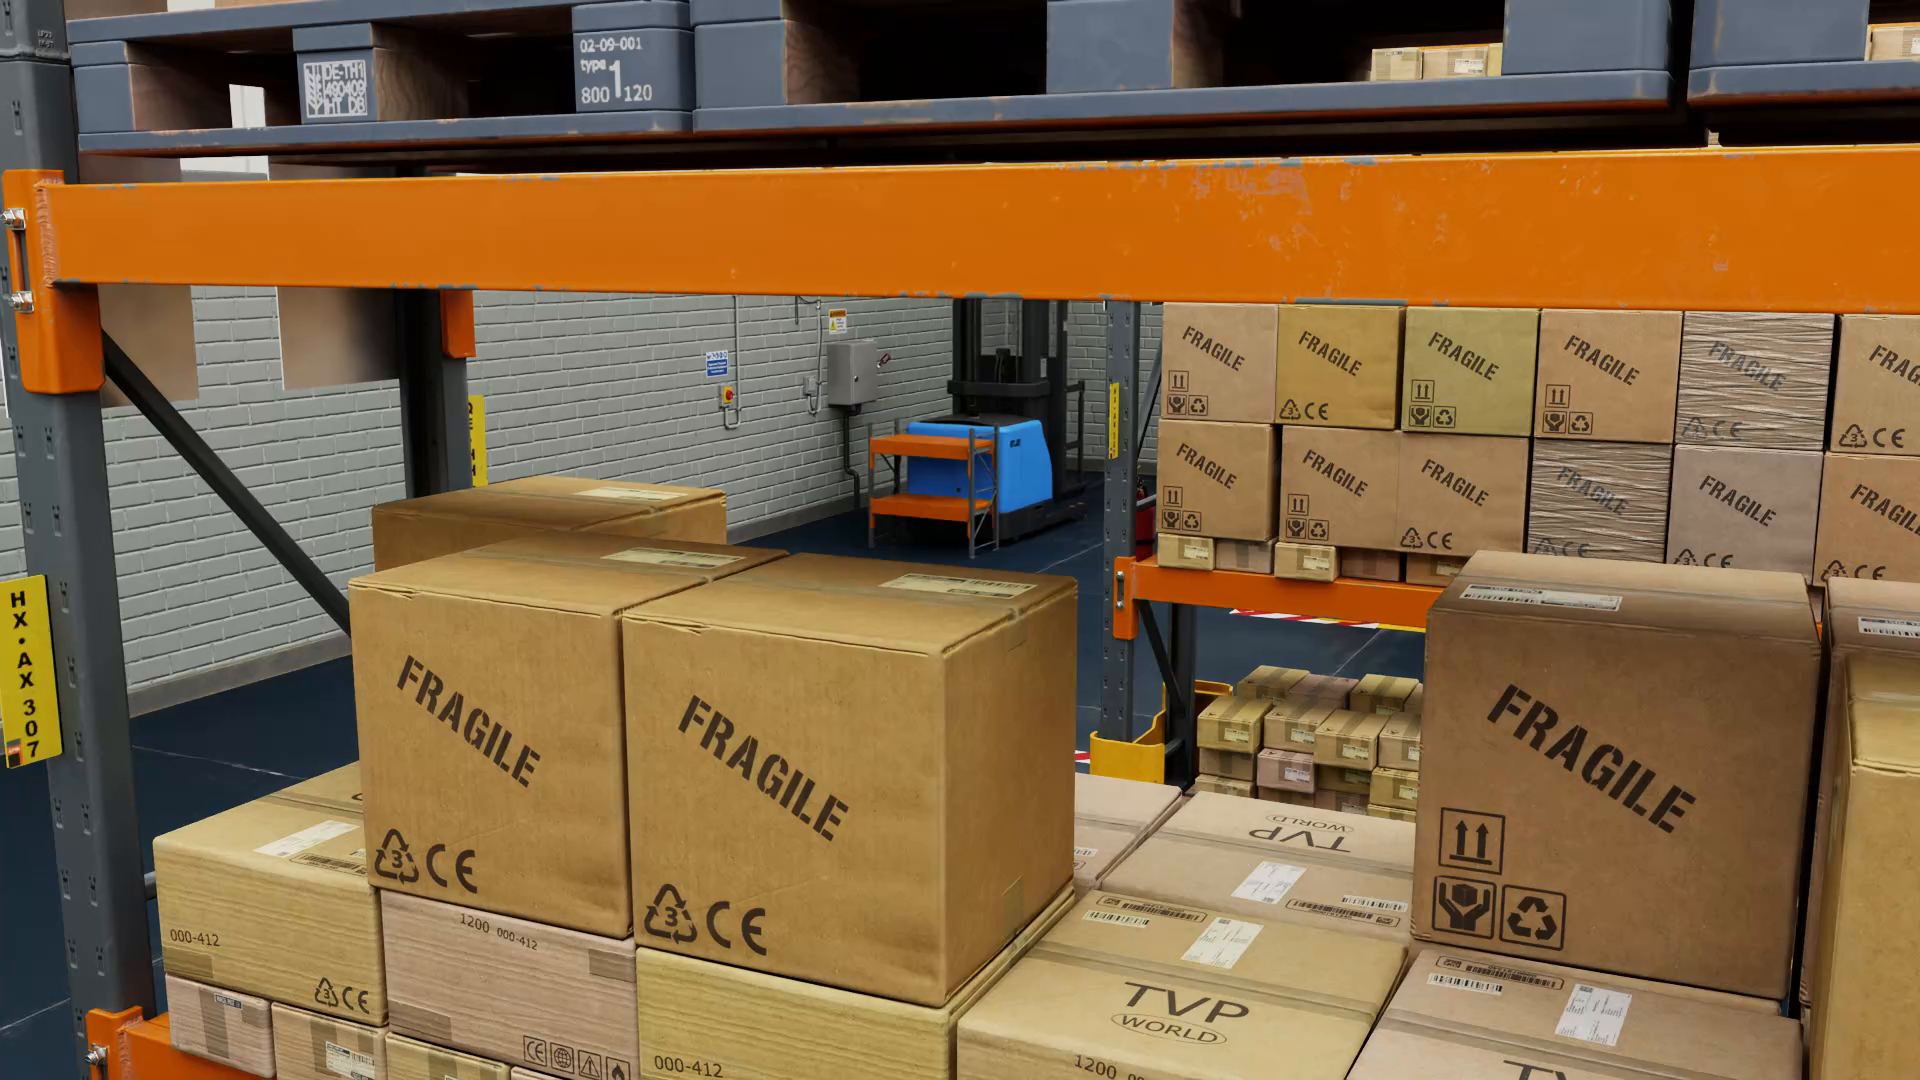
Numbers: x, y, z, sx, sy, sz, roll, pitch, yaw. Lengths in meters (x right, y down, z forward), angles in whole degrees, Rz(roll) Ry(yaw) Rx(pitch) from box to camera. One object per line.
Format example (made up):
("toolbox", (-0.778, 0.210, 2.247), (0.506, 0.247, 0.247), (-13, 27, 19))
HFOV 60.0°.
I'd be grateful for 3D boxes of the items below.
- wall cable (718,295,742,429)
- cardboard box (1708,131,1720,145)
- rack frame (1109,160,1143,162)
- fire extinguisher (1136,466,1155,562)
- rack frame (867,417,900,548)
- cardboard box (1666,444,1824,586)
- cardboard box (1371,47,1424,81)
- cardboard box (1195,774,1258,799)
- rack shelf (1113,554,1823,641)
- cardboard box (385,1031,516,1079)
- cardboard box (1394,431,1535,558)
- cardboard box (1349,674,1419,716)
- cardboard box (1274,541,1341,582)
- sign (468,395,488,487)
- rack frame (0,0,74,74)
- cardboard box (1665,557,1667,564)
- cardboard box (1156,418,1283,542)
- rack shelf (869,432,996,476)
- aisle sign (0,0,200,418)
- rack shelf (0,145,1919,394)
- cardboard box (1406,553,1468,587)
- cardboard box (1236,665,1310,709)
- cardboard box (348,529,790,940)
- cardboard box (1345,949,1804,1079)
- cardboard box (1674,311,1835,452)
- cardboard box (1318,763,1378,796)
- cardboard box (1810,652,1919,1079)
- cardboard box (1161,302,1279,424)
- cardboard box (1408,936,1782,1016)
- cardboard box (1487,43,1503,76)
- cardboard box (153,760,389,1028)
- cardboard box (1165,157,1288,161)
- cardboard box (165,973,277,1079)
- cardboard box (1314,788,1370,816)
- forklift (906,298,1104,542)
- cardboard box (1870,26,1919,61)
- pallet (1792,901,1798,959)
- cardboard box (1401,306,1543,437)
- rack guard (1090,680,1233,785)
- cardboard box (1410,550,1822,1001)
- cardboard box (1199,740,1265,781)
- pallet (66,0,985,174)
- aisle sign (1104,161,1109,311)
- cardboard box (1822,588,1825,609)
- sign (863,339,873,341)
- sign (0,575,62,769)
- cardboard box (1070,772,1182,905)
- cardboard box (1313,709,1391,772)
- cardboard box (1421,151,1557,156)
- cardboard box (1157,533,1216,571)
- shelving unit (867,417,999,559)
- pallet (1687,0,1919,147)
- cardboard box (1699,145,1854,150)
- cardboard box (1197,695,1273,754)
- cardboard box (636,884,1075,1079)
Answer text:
("wall cable", (-2.056, -1.933, 14.549), (0.123, 1.953, 0.585), (5, 11, 26))
("cardboard box", (3.041, -1.591, 6.192), (0.500, 0.250, 0.500), (6, 12, 28))
("rack frame", (0.912, -3.131, 7.261), (0.127, 3.000, 1.000), (5, 11, 26))
("fire extinguisher", (0.890, -0.051, 8.353), (0.183, 0.674, 0.296), (5, 11, 26))
("rack frame", (-0.682, -0.519, 14.938), (0.032, 1.125, 0.500), (6, 12, 28))
("cardboard box", (3.029, -0.133, 6.425), (0.500, 0.500, 0.500), (5, 11, 26))
("cardboard box", (1.751, -1.886, 6.704), (0.250, 0.149, 0.380), (5, 11, 27))
("cardboard box", (1.240, 1.110, 7.502), (0.250, 0.149, 0.380), (5, 12, 27))
("rack shelf", (2.705, 0.333, 6.989), (4.000, 0.370, 1.077), (5, 11, 26))
("cardboard box", (-0.741, 0.850, 2.818), (0.250, 0.149, 0.380), (5, 11, 24))
("cardboard box", (2.117, -0.216, 6.886), (0.500, 0.500, 0.500), (5, 11, 27))
("cardboard box", (1.987, 0.755, 7.792), (0.250, 0.149, 0.380), (5, 11, 25))
("cardboard box", (1.521, 0.066, 7.149), (0.250, 0.149, 0.380), (5, 11, 24))
("sign", (-1.121, -0.167, 3.811), (0.005, 0.325, 0.100), (5, 11, 26))
("rack frame", (-1.374, -2.347, 2.929), (0.127, 3.000, 1.000), (5, 11, 26))
("cardboard box", (2.705, 0.163, 6.612), (0.250, 0.149, 0.380), (5, 12, 27))
("cardboard box", (1.192, -0.295, 7.321), (0.500, 0.500, 0.500), (6, 12, 29))
("rack shelf", (-0.236, -0.763, 14.646), (1.000, 0.278, 0.538), (6, 12, 28))
("aisle sign", (-1.571, -0.632, 2.998), (0.004, 0.787, 0.394), (5, 11, 26))
("rack shelf", (0.420, -0.359, 2.389), (4.000, 0.370, 1.077), (5, 11, 26))
("cardboard box", (2.047, 0.090, 7.017), (0.250, 0.149, 0.380), (5, 11, 25))
("cardboard box", (1.499, 0.726, 7.952), (0.250, 0.149, 0.380), (5, 11, 26))
("cardboard box", (-0.614, 0.284, 2.718), (0.500, 0.500, 0.500), (5, 11, 24))
("cardboard box", (0.778, 0.775, 2.114), (0.500, 0.250, 0.500), (5, 12, 27))
("cardboard box", (3.039, -0.628, 6.351), (0.500, 0.500, 0.500), (5, 12, 27))
("cardboard box", (1.747, 0.989, 7.334), (0.250, 0.149, 0.380), (5, 11, 27))
("cardboard box", (1.236, 0.445, 1.827), (0.500, 0.500, 0.500), (5, 11, 26))
("cardboard box", (1.197, -0.789, 7.242), (0.500, 0.500, 0.500), (5, 11, 25))
("cardboard box", (0.997, 0.689, 2.585), (0.500, 0.250, 0.500), (5, 12, 27))
("cardboard box", (2.223, -1.847, 6.486), (0.250, 0.149, 0.380), (5, 12, 28))
("cardboard box", (-1.063, 0.614, 3.002), (0.500, 0.250, 0.500), (5, 11, 24))
("cardboard box", (1.201, -1.505, 7.121), (0.500, 0.250, 0.500), (5, 12, 28))
("cardboard box", (-1.201, 0.810, 3.039), (0.250, 0.149, 0.380), (5, 11, 26))
("cardboard box", (1.737, 1.136, 7.358), (0.250, 0.149, 0.380), (5, 11, 26))
("forklift", (0.618, -1.647, 16.102), (1.130, 2.935, 3.031), (5, 11, 26))
("cardboard box", (3.435, -1.760, 6.009), (0.250, 0.149, 0.380), (5, 12, 28))
("pallet", (3.881, 1.461, 6.564), (1.213, 0.211, 1.003), (5, 11, 26))
("cardboard box", (2.109, -0.705, 6.781), (0.500, 0.500, 0.500), (5, 11, 25))
("rack guard", (0.980, 1.057, 7.985), (0.348, 0.500, 1.175), (5, 11, 26))
("cardboard box", (0.990, 0.320, 2.519), (0.500, 0.500, 0.500), (5, 11, 24))
("cardboard box", (1.268, 0.953, 7.531), (0.250, 0.149, 0.380), (6, 12, 28))
("pallet", (-0.704, -0.770, 2.890), (1.213, 0.211, 1.003), (5, 11, 26))
("aisle sign", (0.713, -1.416, 7.331), (0.004, 0.787, 0.394), (5, 11, 26))
("cardboard box", (3.446, 0.210, 6.352), (0.250, 0.149, 0.380), (5, 11, 24))
("sign", (-0.963, -1.790, 16.967), (0.001, 0.494, 0.329), (5, 11, 26))
("sign", (-1.625, 0.229, 2.892), (0.005, 0.325, 0.100), (5, 11, 26))
("cardboard box", (0.090, 0.609, 3.030), (0.500, 0.250, 0.500), (5, 11, 24))
("cardboard box", (1.701, 0.863, 7.195), (0.250, 0.149, 0.380), (5, 11, 26))
("cardboard box", (2.139, -1.424, 6.675), (0.500, 0.250, 0.500), (5, 11, 24))
("cardboard box", (1.057, 0.023, 7.388), (0.250, 0.149, 0.380), (5, 11, 25))
("shelving unit", (-0.236, -0.475, 14.698), (1.048, 1.125, 0.538), (6, 12, 28))
("pallet", (1.484, -0.578, 1.827), (1.213, 0.211, 1.003), (5, 11, 26))
("cardboard box", (3.041, -1.343, 6.224), (0.500, 0.250, 0.500), (5, 11, 25))
("cardboard box", (1.231, 0.820, 7.431), (0.250, 0.149, 0.380), (4, 11, 23))
("cardboard box", (-0.144, 0.694, 2.560), (0.500, 0.250, 0.500), (5, 11, 24))
